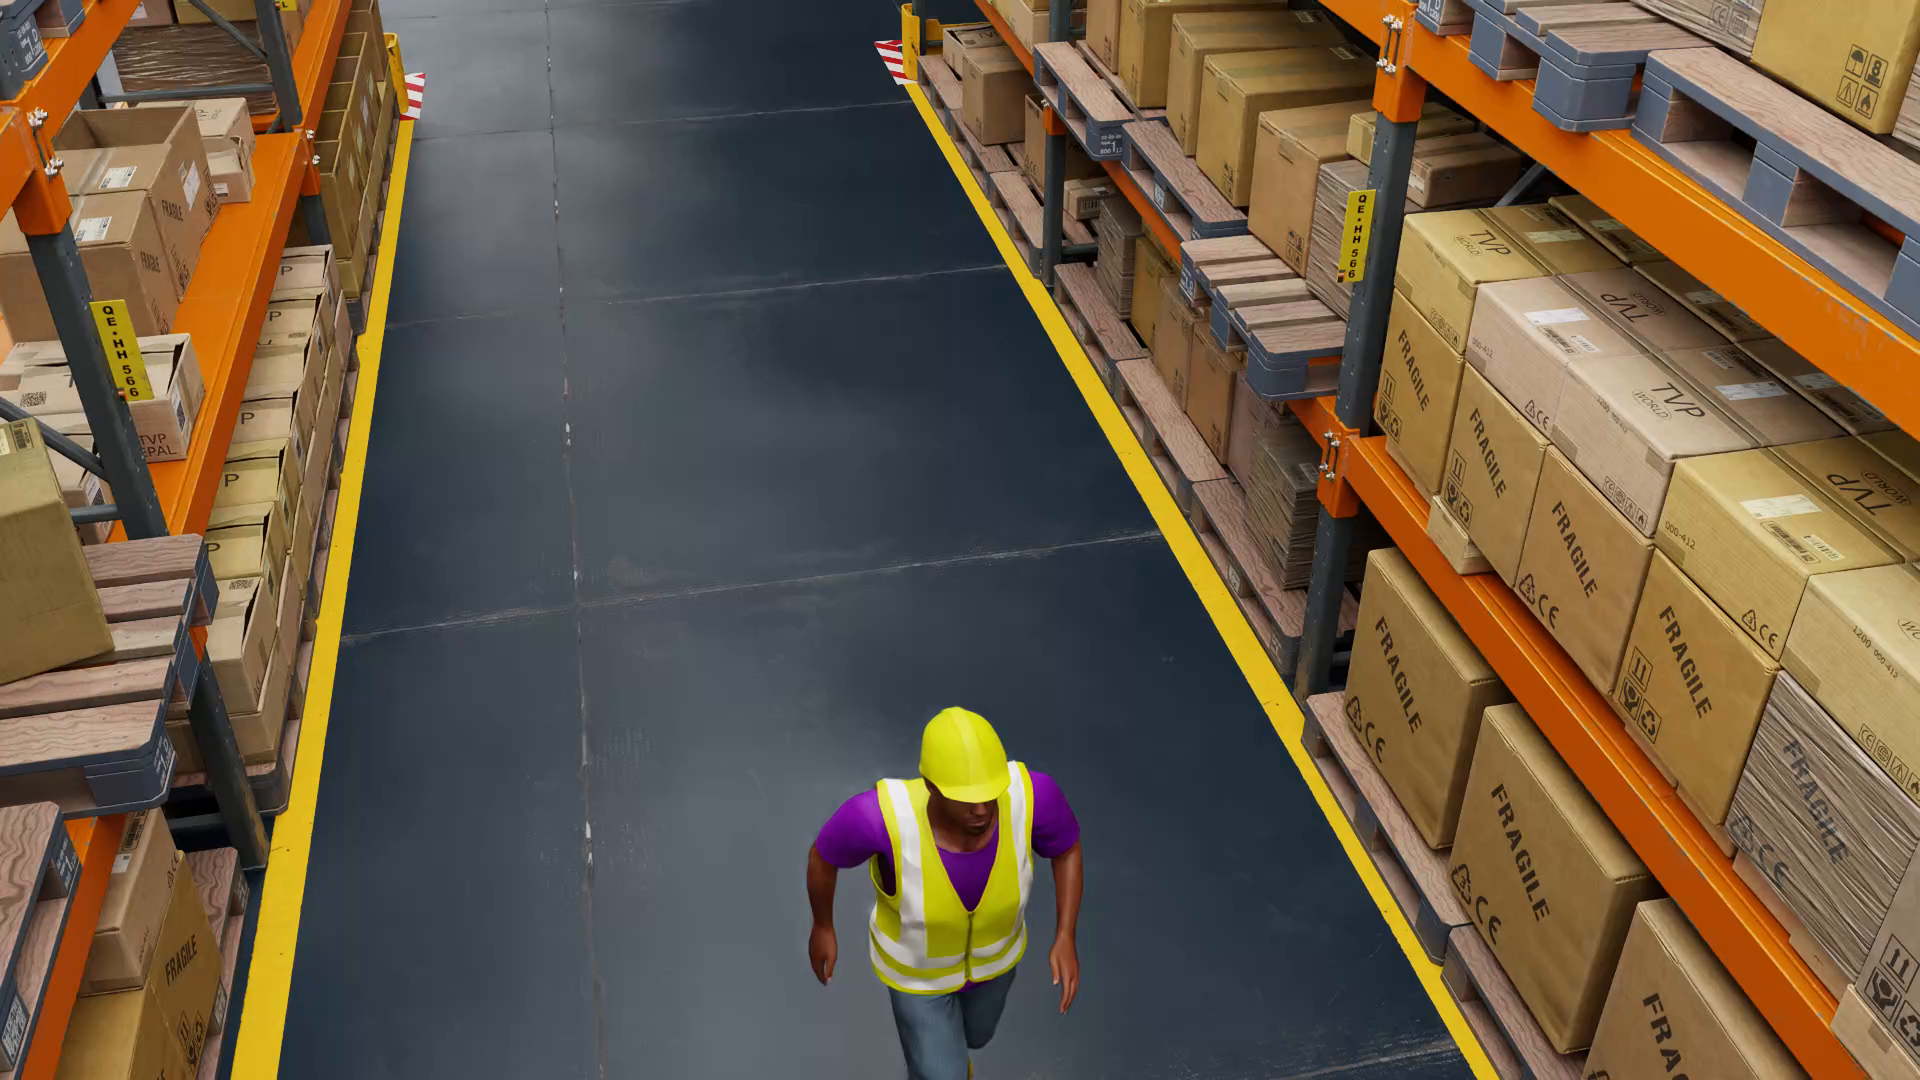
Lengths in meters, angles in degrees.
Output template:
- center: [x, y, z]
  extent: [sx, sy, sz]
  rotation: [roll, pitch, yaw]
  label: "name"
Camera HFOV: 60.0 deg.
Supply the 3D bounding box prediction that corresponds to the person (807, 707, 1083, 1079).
- center: [-0.036, 1.088, 4.517]
  extent: [0.730, 1.759, 0.809]
  rotation: [-13, 36, -18]
  label: "person"
